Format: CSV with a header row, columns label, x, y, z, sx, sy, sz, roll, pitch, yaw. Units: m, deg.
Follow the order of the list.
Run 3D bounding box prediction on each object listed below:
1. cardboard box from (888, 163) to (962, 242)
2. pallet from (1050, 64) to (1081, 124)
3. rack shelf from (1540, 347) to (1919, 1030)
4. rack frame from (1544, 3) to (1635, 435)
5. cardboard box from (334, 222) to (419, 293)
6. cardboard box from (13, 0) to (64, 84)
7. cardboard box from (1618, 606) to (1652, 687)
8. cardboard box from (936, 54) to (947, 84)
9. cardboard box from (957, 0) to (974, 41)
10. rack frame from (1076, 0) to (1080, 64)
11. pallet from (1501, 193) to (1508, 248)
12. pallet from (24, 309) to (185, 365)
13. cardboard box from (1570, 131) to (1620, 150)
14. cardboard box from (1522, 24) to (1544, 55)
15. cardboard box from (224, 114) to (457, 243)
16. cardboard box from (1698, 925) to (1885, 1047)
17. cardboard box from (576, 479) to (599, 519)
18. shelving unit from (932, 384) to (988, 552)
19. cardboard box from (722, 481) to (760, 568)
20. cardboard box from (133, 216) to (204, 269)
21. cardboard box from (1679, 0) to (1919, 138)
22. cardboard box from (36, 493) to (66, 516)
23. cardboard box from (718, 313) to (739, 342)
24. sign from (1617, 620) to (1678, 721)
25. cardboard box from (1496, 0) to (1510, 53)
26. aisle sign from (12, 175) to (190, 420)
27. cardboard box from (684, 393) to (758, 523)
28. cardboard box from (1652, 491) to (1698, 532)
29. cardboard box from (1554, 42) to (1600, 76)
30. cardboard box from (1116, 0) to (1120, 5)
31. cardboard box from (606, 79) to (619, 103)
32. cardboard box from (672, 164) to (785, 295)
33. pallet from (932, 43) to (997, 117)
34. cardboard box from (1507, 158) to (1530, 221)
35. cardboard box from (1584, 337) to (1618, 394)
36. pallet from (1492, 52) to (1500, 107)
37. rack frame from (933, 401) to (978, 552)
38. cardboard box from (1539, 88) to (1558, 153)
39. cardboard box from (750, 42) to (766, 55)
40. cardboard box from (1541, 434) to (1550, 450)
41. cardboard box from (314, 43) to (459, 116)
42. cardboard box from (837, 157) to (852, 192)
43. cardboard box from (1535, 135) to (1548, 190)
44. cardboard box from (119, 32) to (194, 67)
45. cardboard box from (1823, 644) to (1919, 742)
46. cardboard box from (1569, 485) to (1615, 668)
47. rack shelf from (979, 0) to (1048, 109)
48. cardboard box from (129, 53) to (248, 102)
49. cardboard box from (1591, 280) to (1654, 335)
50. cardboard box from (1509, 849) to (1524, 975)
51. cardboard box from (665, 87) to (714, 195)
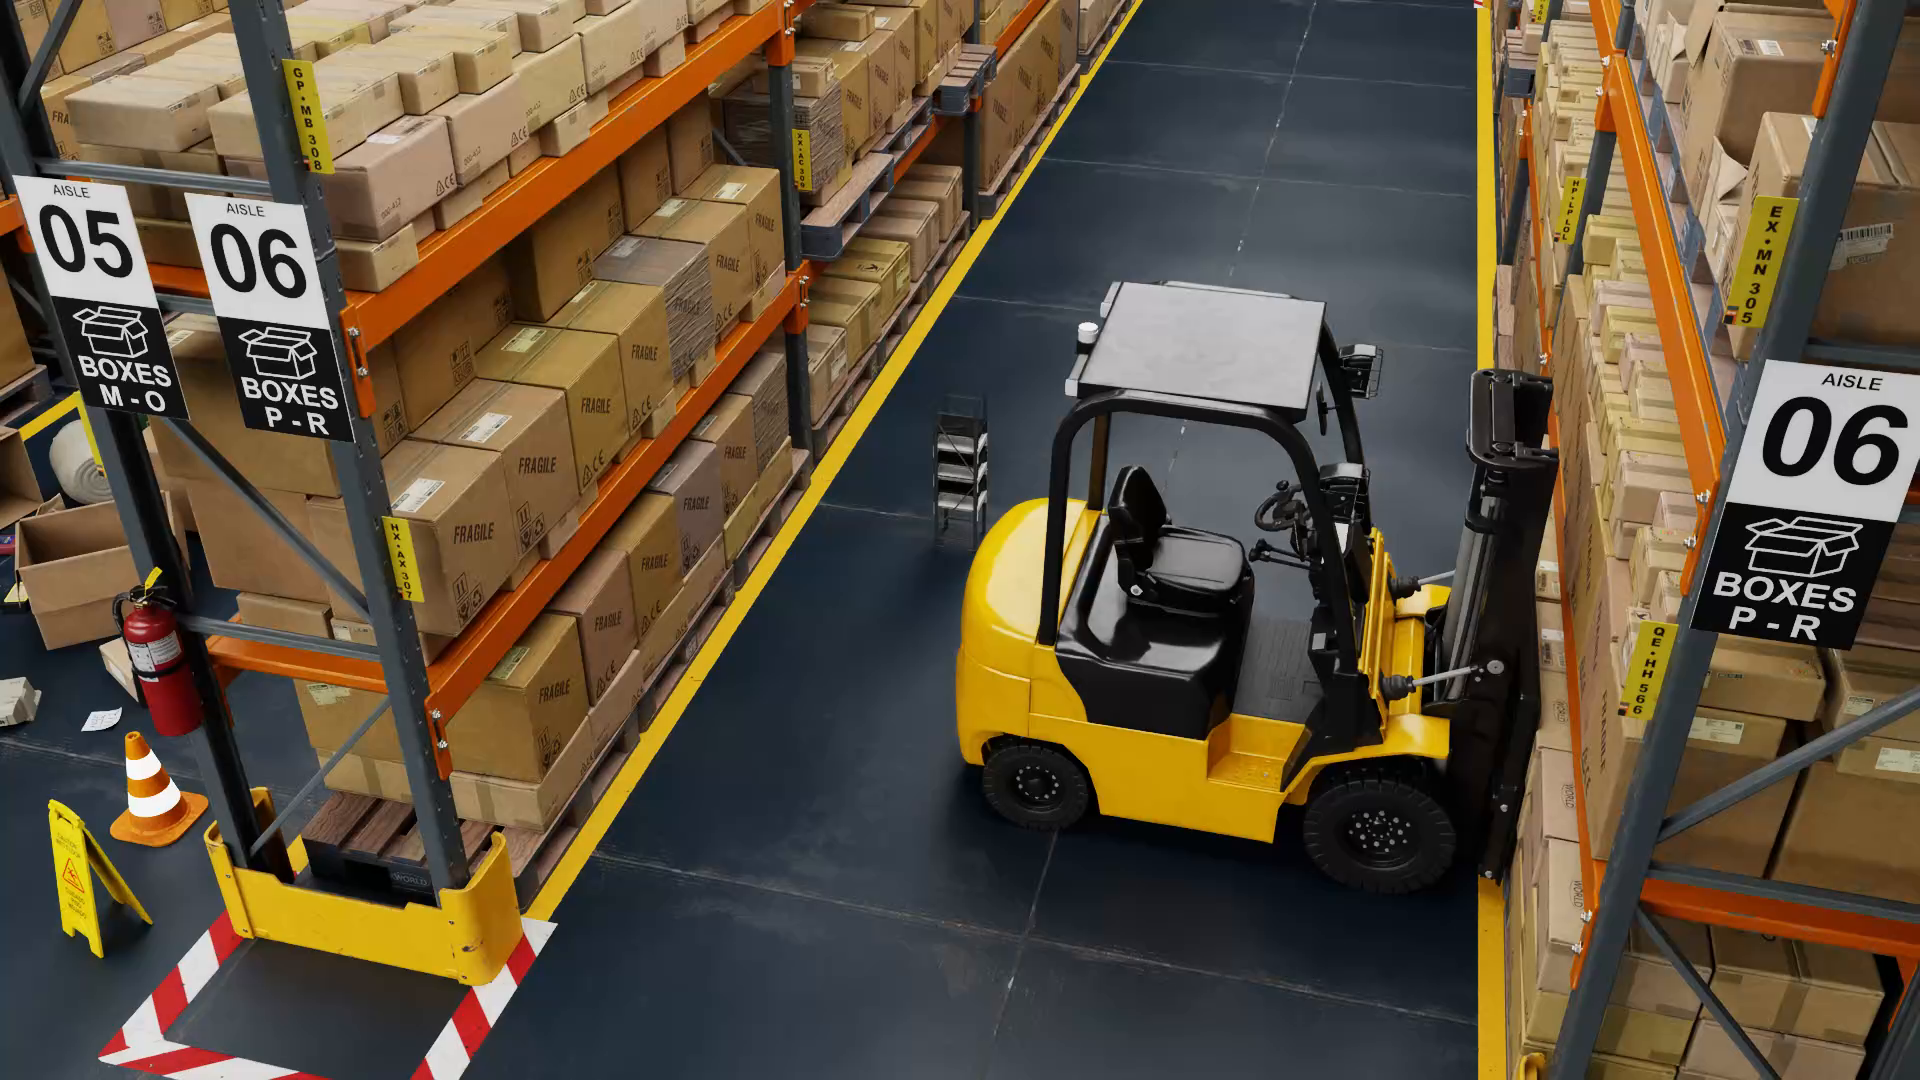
label,x,y,z,sx,sy,sz,roll,pitch,yaw
cardboard box,-0.506,-2.570,12.555,0.950,0.372,0.625,6,33,9
pallet,0.540,-4.282,15.789,1.003,0.211,1.213,8,33,12
rack shelf,2.927,0.297,6.657,1.077,0.370,4.000,8,33,12
rack frame,3.435,-1.044,8.097,1.000,3.000,0.127,8,33,12
cardboard box,-1.985,-0.930,5.355,0.380,0.149,0.250,8,33,12
cardboard box,-6.061,-3.062,10.246,0.700,0.500,0.500,7,33,12
cardboard box,2.272,0.361,5.189,0.380,0.149,0.250,9,33,13
cardboard box,-0.298,-3.248,11.405,0.380,0.149,0.250,6,33,10
cardboard box,-0.199,-3.865,11.772,0.500,0.500,0.500,7,33,11
rack frame,0.663,-5.870,15.687,1.000,3.000,0.127,8,33,12
pallet,4.676,-2.325,12.711,1.003,0.211,1.213,8,33,12
pallet,-6.058,-1.573,11.528,1.003,0.211,1.213,8,33,12
cardboard box,3.533,-2.106,9.069,0.380,0.149,0.250,7,33,11
cardboard box,4.245,-3.584,11.935,0.380,0.149,0.250,9,33,13
cardboard box,-1.997,-1.195,5.401,0.500,0.250,0.500,7,33,12
cardboard box,2.724,1.369,5.540,0.500,0.250,0.500,8,33,12
cardboard box,-1.758,-0.208,7.016,0.380,0.149,0.250,9,34,14
shelving unit,0.002,-0.384,9.015,0.258,0.900,0.210,8,33,12
cardboard box,-1.383,-0.114,8.805,0.500,0.250,0.500,7,33,11
cardboard box,-2.563,-1.025,5.505,0.380,0.149,0.250,8,33,13
cardboard box,2.838,-1.577,5.557,0.797,0.503,0.637,9,34,14
cardboard box,-4.836,-0.043,9.070,0.396,0.266,0.258,14,35,21
cardboard box,-1.353,-1.149,8.495,0.380,0.149,0.250,8,33,13
sign,1.898,0.362,4.585,0.100,0.325,0.005,8,33,12
cardboard box,5.715,-5.112,16.434,0.700,0.500,0.500,7,33,11
aisle sign,-2.679,-0.747,5.206,0.394,0.787,0.004,8,33,12
cardboard box,-1.386,-0.444,8.625,0.500,0.500,0.500,9,33,13
cardboard box,2.514,-0.015,5.503,0.380,0.149,0.250,8,33,13
cardboard box,3.977,-3.035,10.530,0.380,0.149,0.250,9,34,14
cardboard box,1.383,-6.209,18.218,0.875,0.438,0.875,9,34,14
cardboard box,-1.637,-1.883,6.855,0.380,0.149,0.250,8,33,12
cardboard box,-1.240,-1.621,8.634,0.500,0.500,0.500,7,33,11
pallet,-0.430,-3.329,11.869,1.213,0.211,1.003,8,33,12
cardboard box,4.349,-2.491,12.311,0.500,0.500,0.500,9,34,14
cardboard box,2.793,-0.703,6.862,0.380,0.149,0.250,8,33,12
pallet,5.640,-4.375,15.935,1.003,0.211,1.213,8,33,12
rack frame,-0.024,-0.331,8.932,0.240,0.900,0.006,8,33,12
cardboard box,3.822,-2.542,10.126,0.500,0.250,0.500,7,33,11
cardboard box,-1.307,-2.967,9.754,0.380,0.149,0.250,7,33,11
cardboard box,3.008,-0.275,8.126,0.500,0.250,0.500,8,33,12
cardboard box,-1.924,-1.550,5.587,0.380,0.149,0.250,8,33,12
cardboard box,-0.850,-2.161,9.697,0.380,0.149,0.250,9,33,13
cardboard box,3.844,-2.331,10.261,0.500,0.250,0.500,7,33,11
cardboard box,-5.531,-3.139,11.299,0.500,0.500,0.500,8,33,12
cardboard box,2.711,0.445,4.779,0.380,0.149,0.250,7,33,11
cardboard box,2.561,0.164,6.103,0.500,0.500,0.500,7,33,11
rack shelf,0.155,-4.528,14.247,1.077,0.370,4.000,8,33,12
cardboard box,-2.480,-1.483,5.482,0.380,0.149,0.250,9,33,13
cardboard box,2.867,-0.959,6.988,0.380,0.149,0.250,9,33,13
cardboard box,2.368,1.471,6.312,0.500,0.250,0.500,8,33,12
cardboard box,-1.689,-2.109,8.469,0.700,0.500,0.500,8,33,12
